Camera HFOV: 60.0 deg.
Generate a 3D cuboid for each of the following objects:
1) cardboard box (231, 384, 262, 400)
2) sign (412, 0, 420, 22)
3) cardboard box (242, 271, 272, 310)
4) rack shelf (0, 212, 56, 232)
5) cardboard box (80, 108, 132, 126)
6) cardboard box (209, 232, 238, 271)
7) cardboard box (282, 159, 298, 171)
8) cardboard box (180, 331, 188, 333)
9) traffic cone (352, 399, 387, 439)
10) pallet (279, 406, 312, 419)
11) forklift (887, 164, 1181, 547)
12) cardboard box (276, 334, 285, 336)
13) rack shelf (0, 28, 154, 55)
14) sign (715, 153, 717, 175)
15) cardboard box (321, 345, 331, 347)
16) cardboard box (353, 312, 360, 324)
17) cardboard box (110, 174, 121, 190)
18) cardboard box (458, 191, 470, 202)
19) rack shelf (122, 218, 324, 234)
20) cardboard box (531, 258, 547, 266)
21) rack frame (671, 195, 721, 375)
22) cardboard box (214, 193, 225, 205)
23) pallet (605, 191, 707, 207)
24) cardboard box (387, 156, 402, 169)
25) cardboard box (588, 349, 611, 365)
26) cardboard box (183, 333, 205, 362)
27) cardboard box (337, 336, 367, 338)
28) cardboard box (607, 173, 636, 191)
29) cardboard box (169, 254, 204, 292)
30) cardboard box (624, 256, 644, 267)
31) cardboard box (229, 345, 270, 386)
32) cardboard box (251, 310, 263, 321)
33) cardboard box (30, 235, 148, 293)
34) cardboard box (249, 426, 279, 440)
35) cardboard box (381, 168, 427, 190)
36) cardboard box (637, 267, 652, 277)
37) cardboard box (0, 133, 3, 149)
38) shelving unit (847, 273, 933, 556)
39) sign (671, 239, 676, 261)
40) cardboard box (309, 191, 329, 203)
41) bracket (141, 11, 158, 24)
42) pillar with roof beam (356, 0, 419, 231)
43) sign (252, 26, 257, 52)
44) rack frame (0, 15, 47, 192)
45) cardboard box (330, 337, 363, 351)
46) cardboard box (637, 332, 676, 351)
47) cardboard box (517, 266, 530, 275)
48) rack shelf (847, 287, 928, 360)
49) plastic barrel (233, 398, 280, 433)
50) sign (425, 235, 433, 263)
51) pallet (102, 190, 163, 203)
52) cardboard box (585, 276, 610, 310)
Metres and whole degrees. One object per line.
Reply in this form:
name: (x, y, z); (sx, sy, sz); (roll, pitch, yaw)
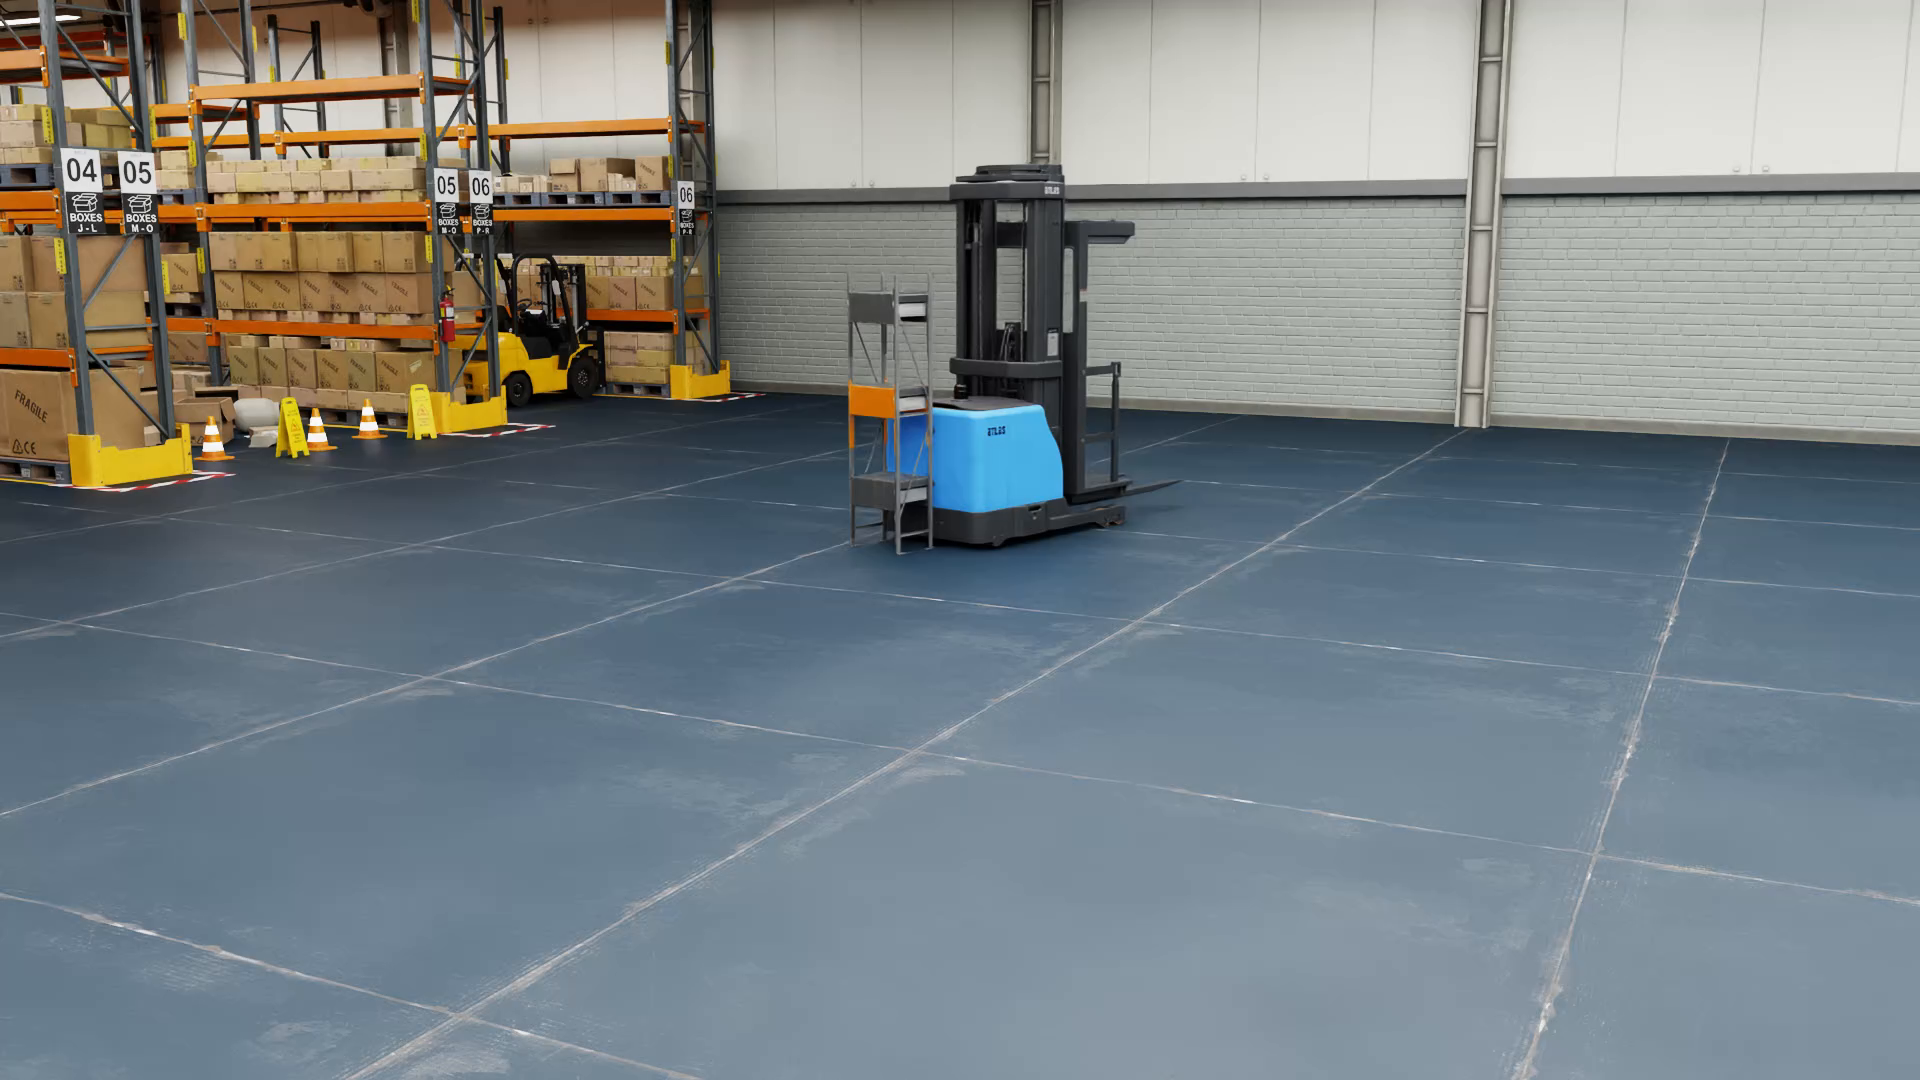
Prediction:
cardboard box: (-9.349, -1.968, 22.220); (0.500, 0.250, 0.500); (4, 11, 23)
sign: (-6.435, -6.291, 19.654); (0.005, 0.325, 0.100); (5, 11, 26)
cardboard box: (-9.027, -3.284, 21.837); (0.500, 0.500, 0.500); (5, 11, 26)
rack shelf: (-15.139, -4.798, 24.917); (4.000, 0.370, 1.077); (5, 11, 26)
cardboard box: (-8.429, -4.168, 16.418); (0.250, 0.149, 0.380); (5, 11, 26)
cardboard box: (-9.460, -3.822, 22.001); (0.500, 0.500, 0.700); (5, 11, 25)
cardboard box: (-8.428, -4.777, 21.248); (0.250, 0.149, 0.380); (5, 11, 25)
cardboard box: (-13.766, -3.805, 29.848); (0.250, 0.149, 0.380); (5, 11, 25)
traffic cone: (-7.128, -1.468, 20.041); (0.334, 0.463, 0.336); (5, 11, 26)
pallet: (-9.140, -1.784, 22.495); (1.213, 0.211, 1.003); (5, 11, 26)
forklift: (0.743, -1.598, 13.830); (1.130, 2.935, 3.031); (9, 14, 41)
cardboard box: (-11.708, -3.606, 28.750); (0.250, 0.149, 0.380); (4, 11, 23)
rack shelf: (-16.533, -9.018, 30.478); (4.000, 0.370, 1.077); (5, 11, 26)
sign: (-3.727, -5.715, 25.283); (0.005, 0.325, 0.100); (5, 11, 26)
cardboard box: (-8.194, -2.343, 22.187); (0.500, 0.500, 0.500); (6, 12, 29)
cardboard box: (-7.510, -2.844, 21.227); (0.250, 0.149, 0.380); (5, 11, 27)
cardboard box: (-11.255, -4.916, 22.791); (0.500, 0.250, 0.500); (5, 11, 27)
cardboard box: (-6.325, -4.319, 20.953); (0.250, 0.149, 0.380); (5, 11, 26)
rack shelf: (-12.946, -5.591, 29.299); (4.000, 0.370, 1.077); (5, 11, 26)
cardboard box: (-6.474, -4.361, 25.967); (0.250, 0.149, 0.380); (5, 11, 25)
rack frame: (-3.978, -3.681, 25.148); (0.127, 3.000, 1.000); (5, 11, 26)
cardboard box: (-9.585, -4.492, 21.907); (0.250, 0.149, 0.380); (5, 11, 25)
pallet: (-4.601, -5.174, 25.220); (1.213, 0.211, 1.003); (5, 11, 26)
cardboard box: (-6.819, -4.639, 20.484); (0.250, 0.149, 0.380); (5, 12, 27)
cardboard box: (-5.470, -2.848, 25.681); (0.500, 0.250, 0.500); (5, 11, 25)
cardboard box: (-13.478, -3.449, 29.705); (0.500, 0.500, 0.500); (5, 11, 24)
cardboard box: (-10.010, -3.248, 28.244); (0.625, 0.625, 0.875); (5, 12, 28)
cardboard box: (-5.083, -5.384, 25.050); (0.258, 0.266, 0.396); (5, 11, 26)
cardboard box: (-10.274, -3.605, 22.434); (0.500, 0.500, 0.500); (5, 11, 25)
cardboard box: (-4.874, -4.221, 25.195); (0.250, 0.149, 0.380); (5, 12, 27)
cardboard box: (-9.349, -2.337, 22.154); (0.500, 0.500, 0.500); (6, 12, 29)
cardboard box: (-9.117, -2.976, 21.957); (0.250, 0.149, 0.380); (5, 11, 26)
cardboard box: (-8.586, -2.730, 16.441); (0.550, 0.550, 0.875); (5, 11, 26)
cardboard box: (-8.240, -1.266, 19.808); (0.380, 0.149, 0.250); (-7, 12, -33)
cardboard box: (-6.749, -4.434, 20.471); (0.500, 0.250, 0.500); (5, 11, 25)
cardboard box: (-4.655, -4.048, 25.070); (0.250, 0.149, 0.380); (5, 12, 27)
cardboard box: (-9.282, -3.928, 16.213); (0.500, 0.250, 0.500); (5, 11, 26)
shelving unit: (-0.530, -0.971, 12.698); (0.503, 2.100, 0.431); (9, 14, 41)
sign: (-4.231, -4.282, 24.551); (0.005, 0.325, 0.100); (5, 11, 26)
cardboard box: (-8.012, -4.338, 21.060); (0.250, 0.149, 0.380); (5, 11, 25)
bracket: (-14.750, -9.460, 30.123); (0.430, 0.232, 0.235); (5, 11, 26)
pillar with roof beam: (-11.489, -6.617, 24.526); (0.548, 9.000, 9.100); (5, 11, 26)
sign: (-9.502, -6.739, 22.354); (0.005, 0.325, 0.100); (5, 11, 26)
rack frame: (-13.345, -6.471, 23.715); (0.127, 3.000, 1.000); (5, 11, 26)
cardboard box: (-7.824, -2.511, 21.297); (0.250, 0.149, 0.380); (6, 12, 28)
cardboard box: (-4.529, -3.013, 25.192); (0.500, 0.250, 0.500); (5, 12, 28)
cardboard box: (-6.729, -4.230, 26.079); (0.250, 0.149, 0.380); (5, 12, 27)
rack shelf: (-0.530, -1.646, 12.575); (0.480, 0.518, 0.431); (9, 14, 41)
plastic barrel: (-8.693, -1.542, 20.559); (0.512, 0.421, 0.421); (-4, 11, -23)
sign: (-6.435, -3.527, 20.154); (0.005, 0.325, 0.100); (5, 11, 26)
pallet: (-11.196, -4.734, 23.069); (1.003, 0.211, 1.213); (5, 11, 26)
cardboard box: (-5.457, -3.810, 25.579); (0.500, 0.500, 0.500); (5, 11, 25)
